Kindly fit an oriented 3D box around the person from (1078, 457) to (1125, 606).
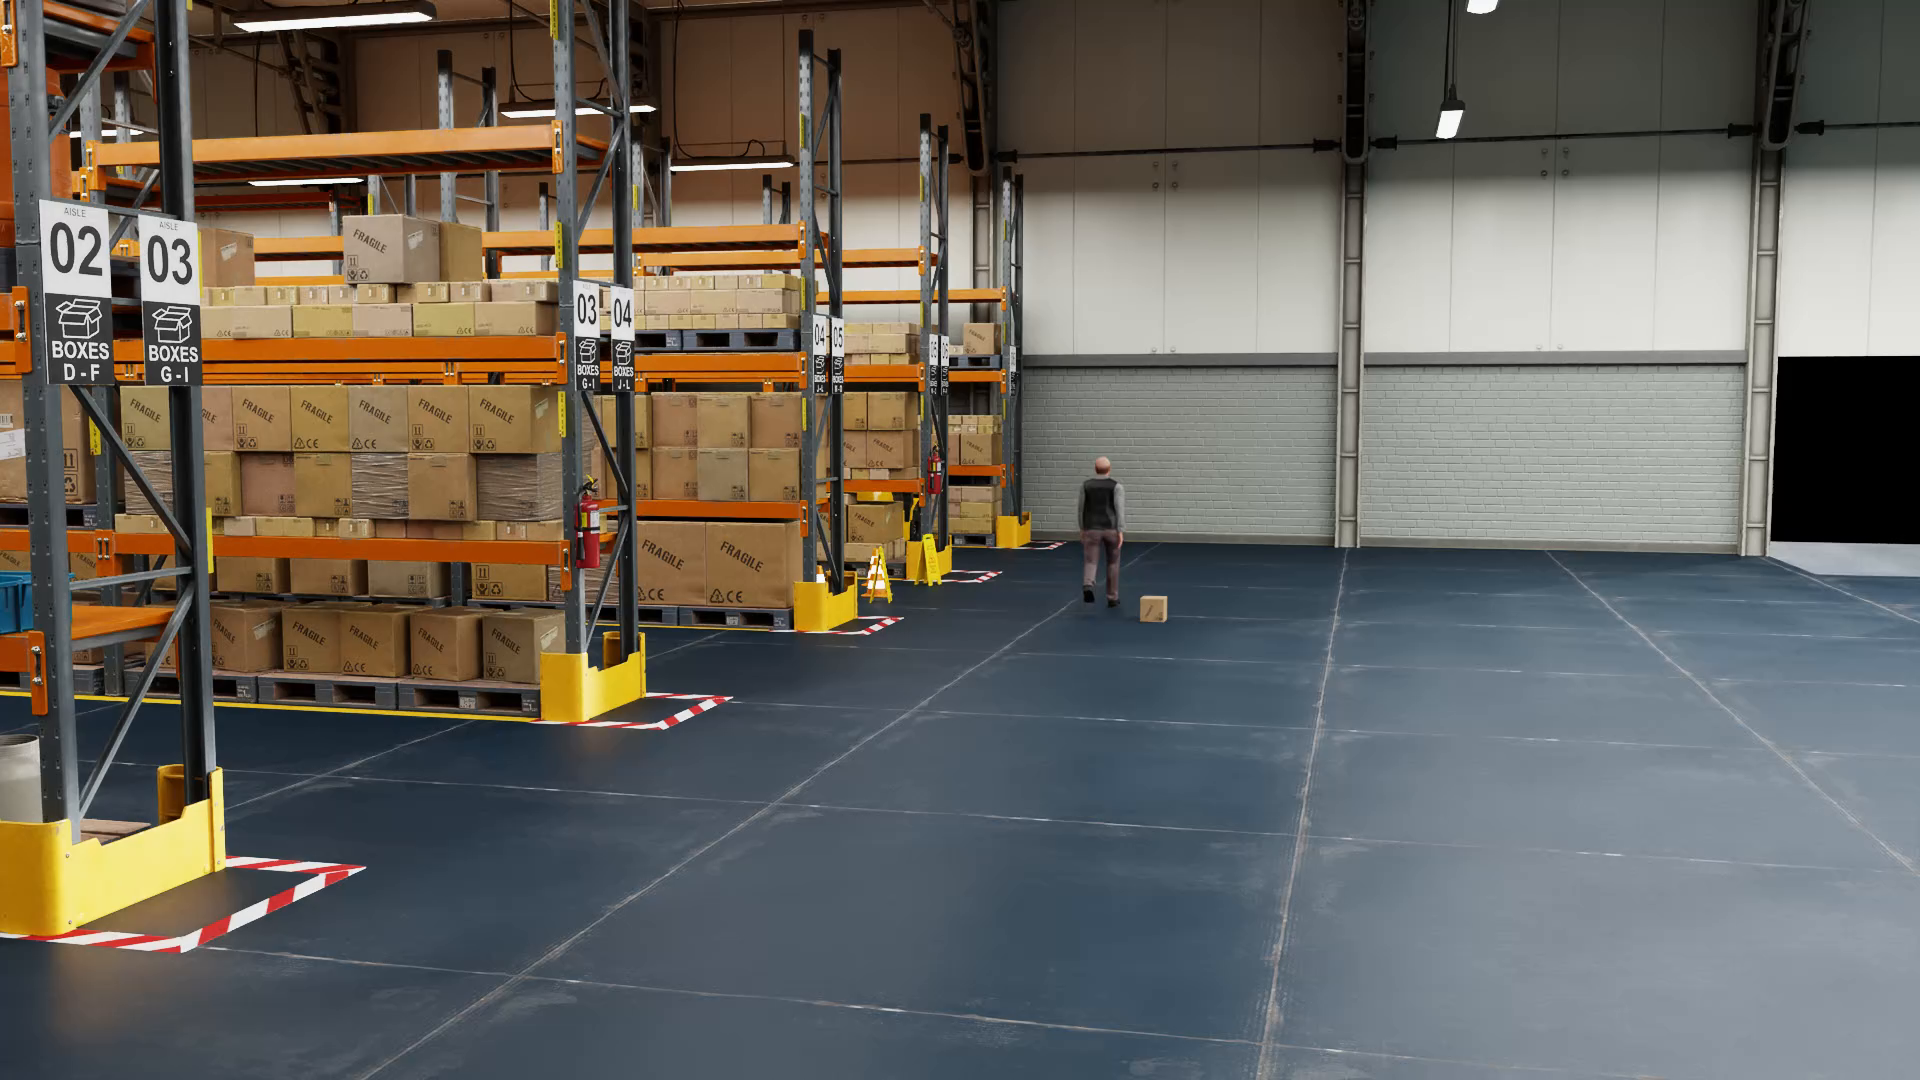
[{"bbox_3d":[1.572,-0.085,18.604,0.539,1.689,0.900,1,5,12],"label":"person"}]
